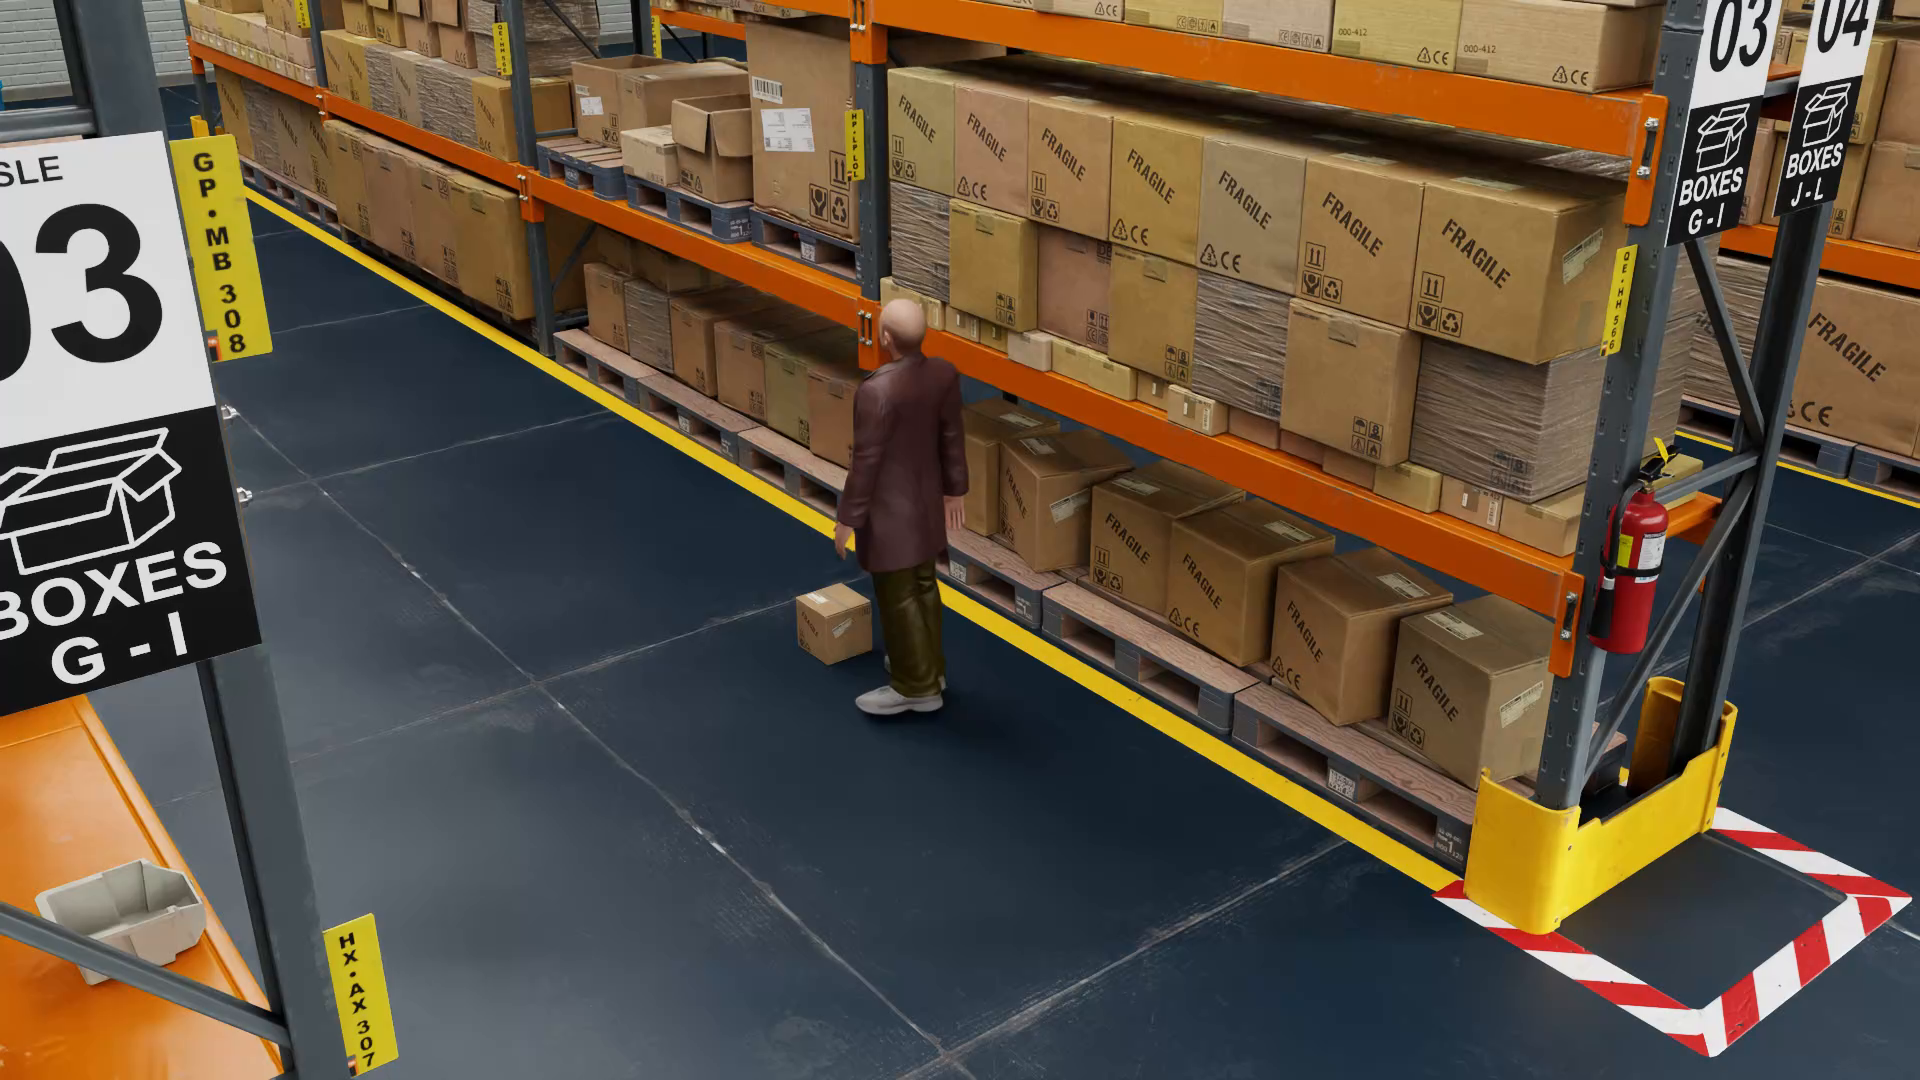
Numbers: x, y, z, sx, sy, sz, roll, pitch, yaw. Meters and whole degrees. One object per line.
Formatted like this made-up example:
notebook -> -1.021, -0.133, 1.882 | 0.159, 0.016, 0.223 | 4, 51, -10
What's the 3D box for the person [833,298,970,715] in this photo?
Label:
person -> -0.247, -0.139, 6.886 | 0.467, 1.779, 0.639 | 18, 30, 34
